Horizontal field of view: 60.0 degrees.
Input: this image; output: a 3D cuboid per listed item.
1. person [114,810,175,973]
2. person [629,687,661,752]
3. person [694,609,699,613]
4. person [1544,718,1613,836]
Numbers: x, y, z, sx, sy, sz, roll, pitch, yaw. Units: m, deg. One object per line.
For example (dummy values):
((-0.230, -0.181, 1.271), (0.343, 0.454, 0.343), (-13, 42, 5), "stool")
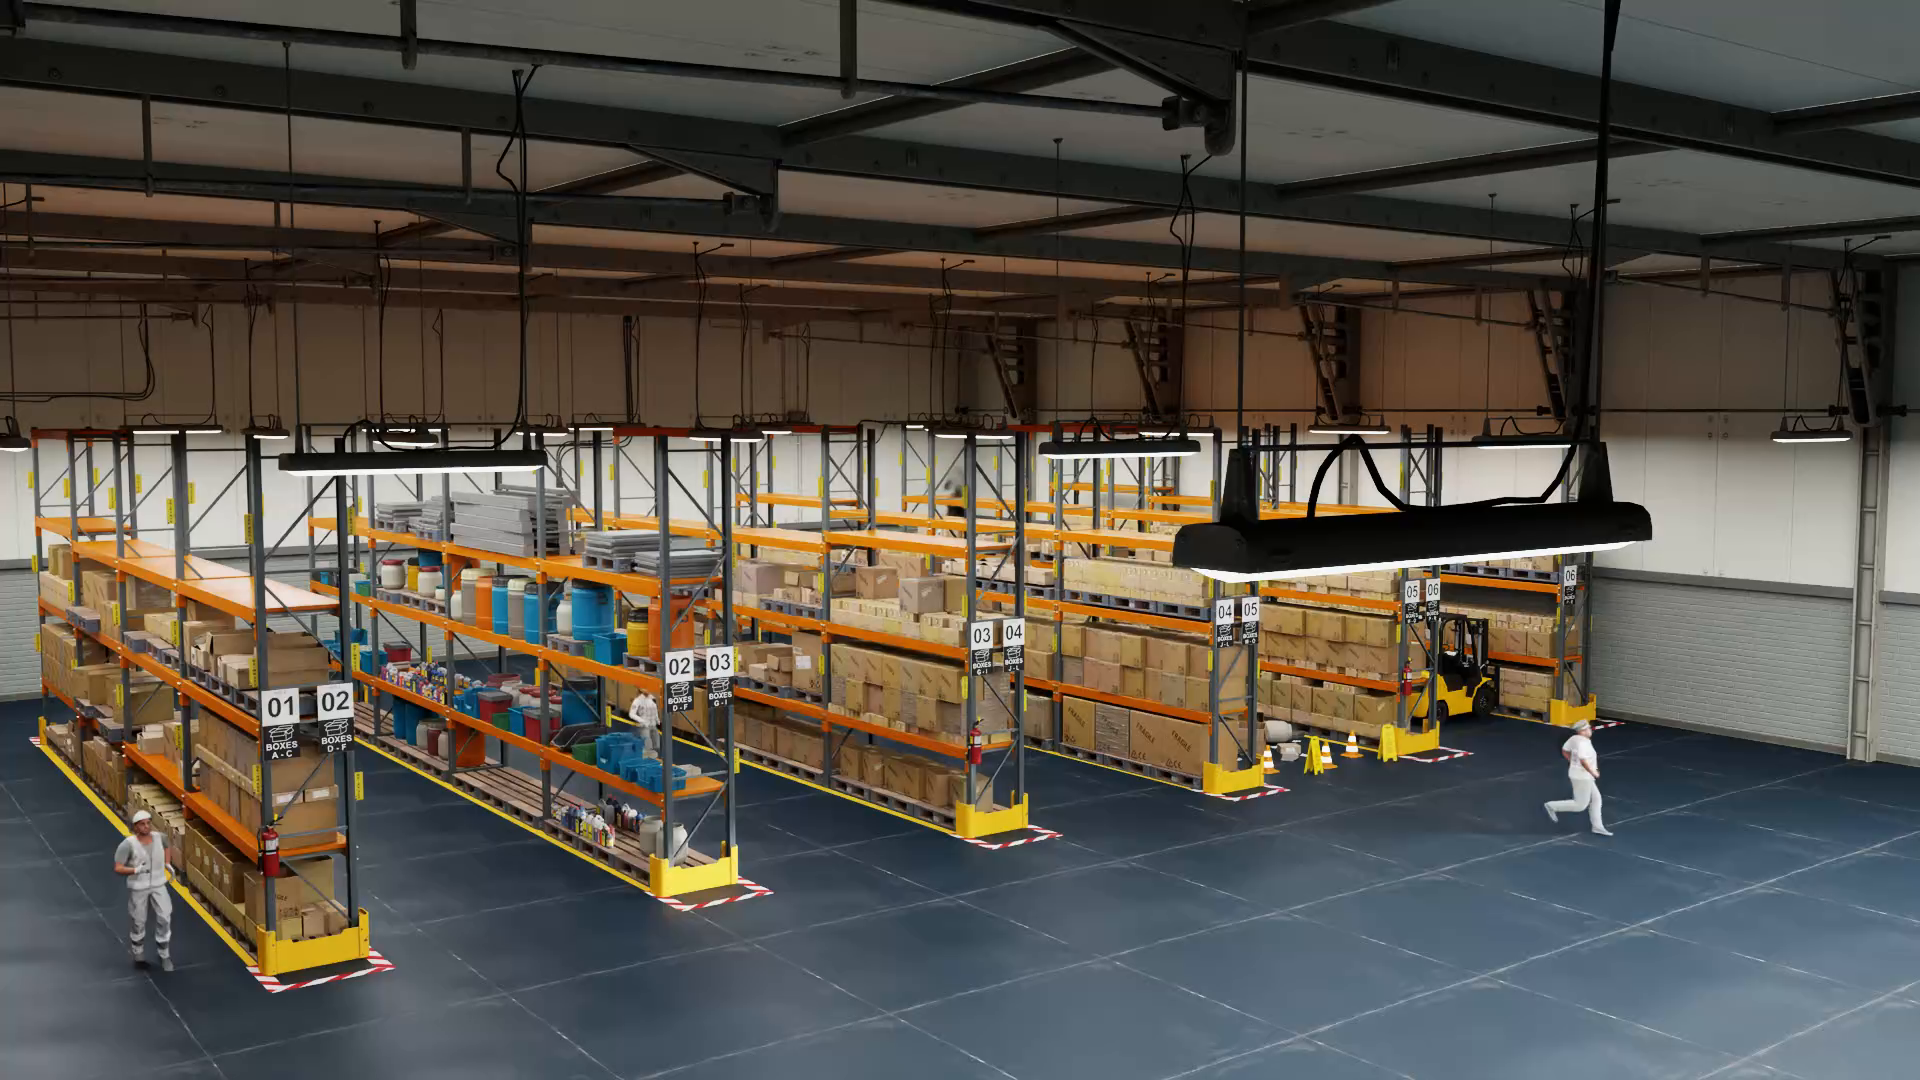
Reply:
((-9.176, 3.964, 18.755), (0.665, 1.858, 0.726), (-4, 6, -42), "person")
((-5.472, 3.235, 28.938), (0.578, 1.647, 0.613), (4, 6, 40), "person")
((-6.378, 2.429, 39.581), (0.714, 1.599, 0.540), (-1, 5, -15), "person")
((9.229, 3.538, 24.762), (1.026, 1.783, 0.643), (1, 5, 11), "person")
